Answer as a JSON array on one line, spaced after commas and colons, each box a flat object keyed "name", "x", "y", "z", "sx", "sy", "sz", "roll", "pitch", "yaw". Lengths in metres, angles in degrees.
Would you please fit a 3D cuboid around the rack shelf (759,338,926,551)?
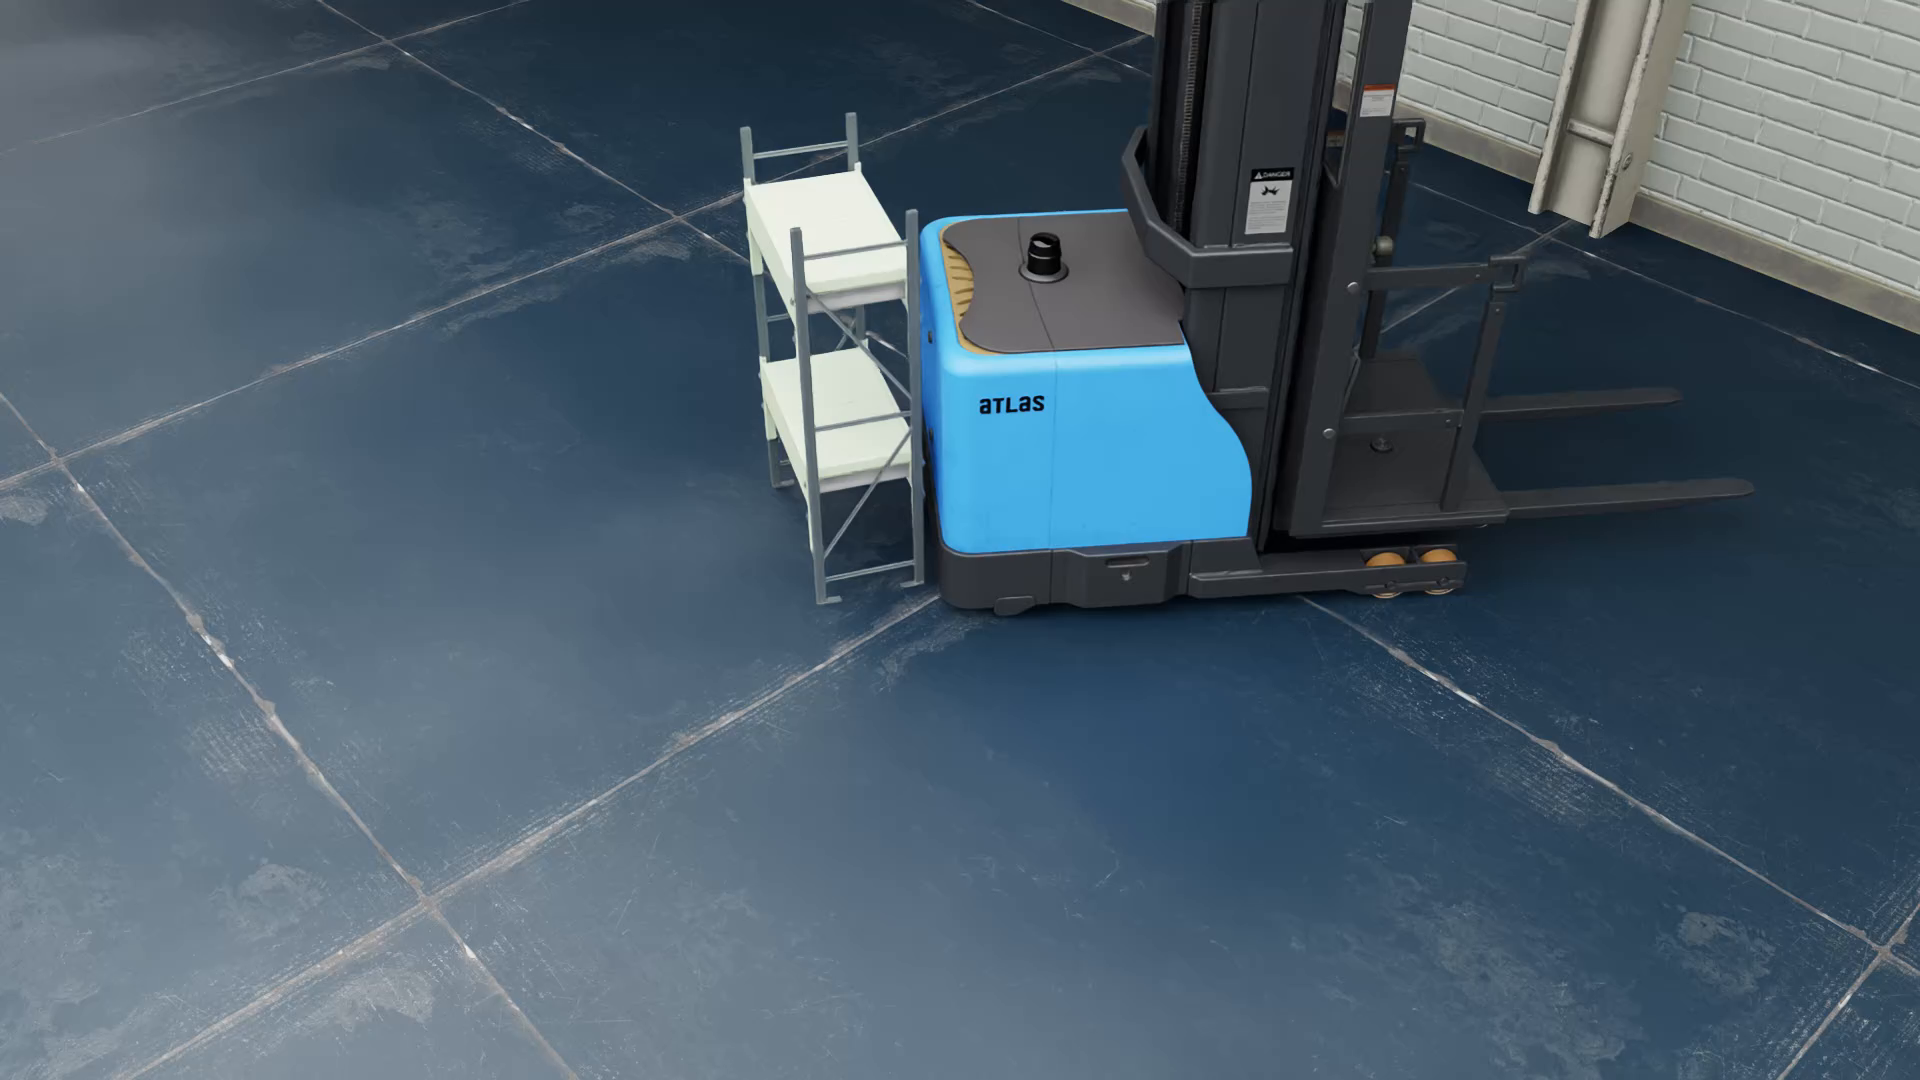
[{"name": "rack shelf", "x": -0.433, "y": -0.358, "z": 6.018, "sx": 0.431, "sy": 0.370, "sz": 0.720, "roll": -11, "pitch": 40, "yaw": -14}]

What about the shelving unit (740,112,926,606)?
[{"name": "shelving unit", "x": -0.433, "y": -0.611, "z": 5.813, "sx": 0.431, "sy": 1.500, "sz": 0.755, "roll": -11, "pitch": 40, "yaw": -14}]

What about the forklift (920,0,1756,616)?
[{"name": "forklift", "x": 1.393, "y": -1.259, "z": 5.476, "sx": 3.031, "sy": 2.935, "sz": 1.130, "roll": -4, "pitch": 39, "yaw": -5}]

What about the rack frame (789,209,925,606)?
[{"name": "rack frame", "x": -0.322, "y": -0.392, "z": 5.542, "sx": 0.400, "sy": 1.500, "sz": 0.023, "roll": -11, "pitch": 40, "yaw": -14}]

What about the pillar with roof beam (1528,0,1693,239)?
[{"name": "pillar with roof beam", "x": -0.100, "y": -3.285, "z": 3.156, "sx": 9.100, "sy": 9.000, "sz": 0.400, "roll": -30, "pitch": 48, "yaw": -32}]

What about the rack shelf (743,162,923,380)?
[{"name": "rack shelf", "x": -0.433, "y": -0.915, "z": 5.568, "sx": 0.431, "sy": 0.370, "sz": 0.720, "roll": -11, "pitch": 40, "yaw": -14}]

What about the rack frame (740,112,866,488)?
[{"name": "rack frame", "x": -0.544, "y": -0.830, "z": 6.084, "sx": 0.400, "sy": 1.500, "sz": 0.023, "roll": -11, "pitch": 40, "yaw": -14}]
